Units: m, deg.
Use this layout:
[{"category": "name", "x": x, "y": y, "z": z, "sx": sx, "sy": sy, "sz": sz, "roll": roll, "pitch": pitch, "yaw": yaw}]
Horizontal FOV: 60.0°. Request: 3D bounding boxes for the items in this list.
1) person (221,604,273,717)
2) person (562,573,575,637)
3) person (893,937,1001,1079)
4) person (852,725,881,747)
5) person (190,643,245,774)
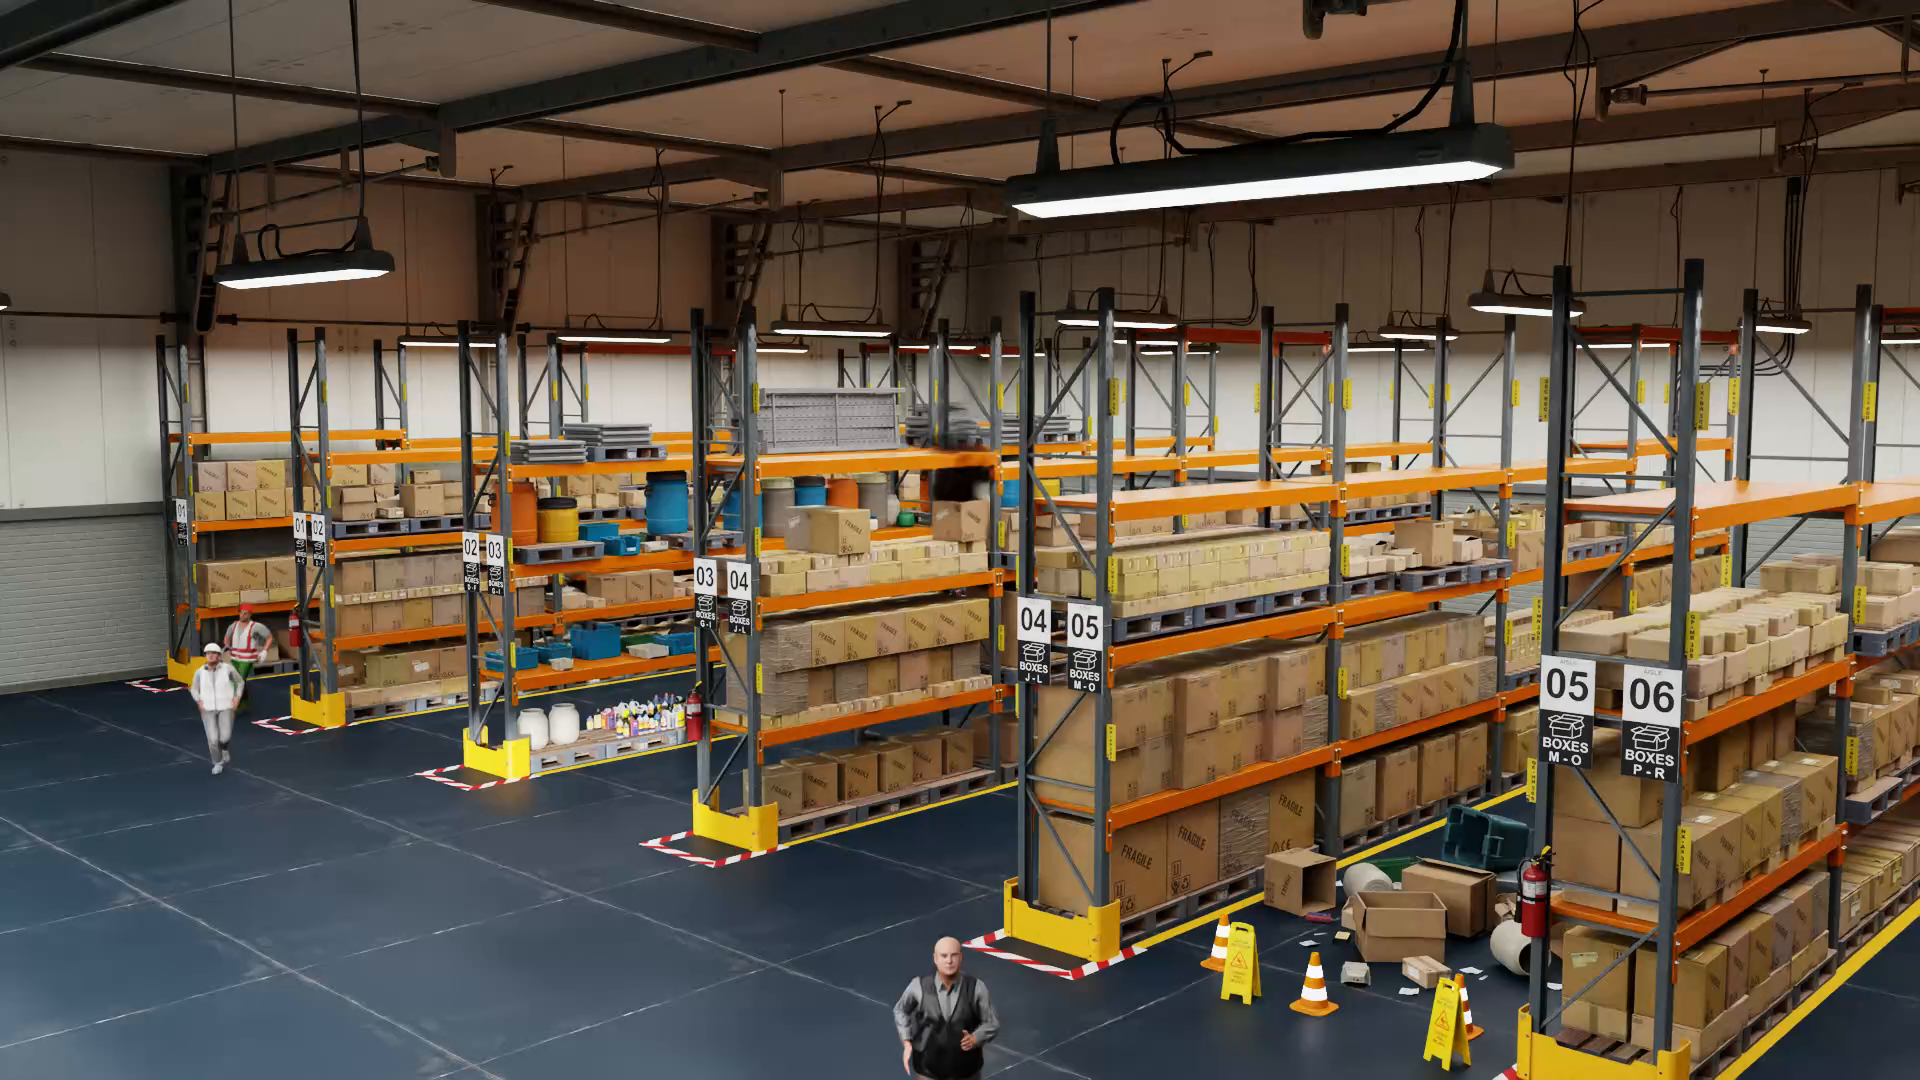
[{"category": "person", "x": -11.064, "y": 1.879, "z": 25.671, "sx": 0.704, "sy": 1.799, "sz": 0.812, "roll": 1, "pitch": 6, "yaw": 15}, {"category": "person", "x": -7.300, "y": 1.426, "z": 31.094, "sx": 0.642, "sy": 1.675, "sz": 0.559, "roll": 5, "pitch": 7, "yaw": 41}, {"category": "person", "x": -0.078, "y": 3.330, "z": 10.420, "sx": 0.666, "sy": 1.699, "sz": 0.930, "roll": 0, "pitch": 5, "yaw": -5}, {"category": "person", "x": -1.259, "y": 2.258, "z": 22.448, "sx": 0.565, "sy": 1.624, "sz": 0.768, "roll": 4, "pitch": 7, "yaw": 35}, {"category": "person", "x": -9.871, "y": 2.234, "z": 22.102, "sx": 0.668, "sy": 1.736, "sz": 0.523, "roll": -2, "pitch": 6, "yaw": -18}]
